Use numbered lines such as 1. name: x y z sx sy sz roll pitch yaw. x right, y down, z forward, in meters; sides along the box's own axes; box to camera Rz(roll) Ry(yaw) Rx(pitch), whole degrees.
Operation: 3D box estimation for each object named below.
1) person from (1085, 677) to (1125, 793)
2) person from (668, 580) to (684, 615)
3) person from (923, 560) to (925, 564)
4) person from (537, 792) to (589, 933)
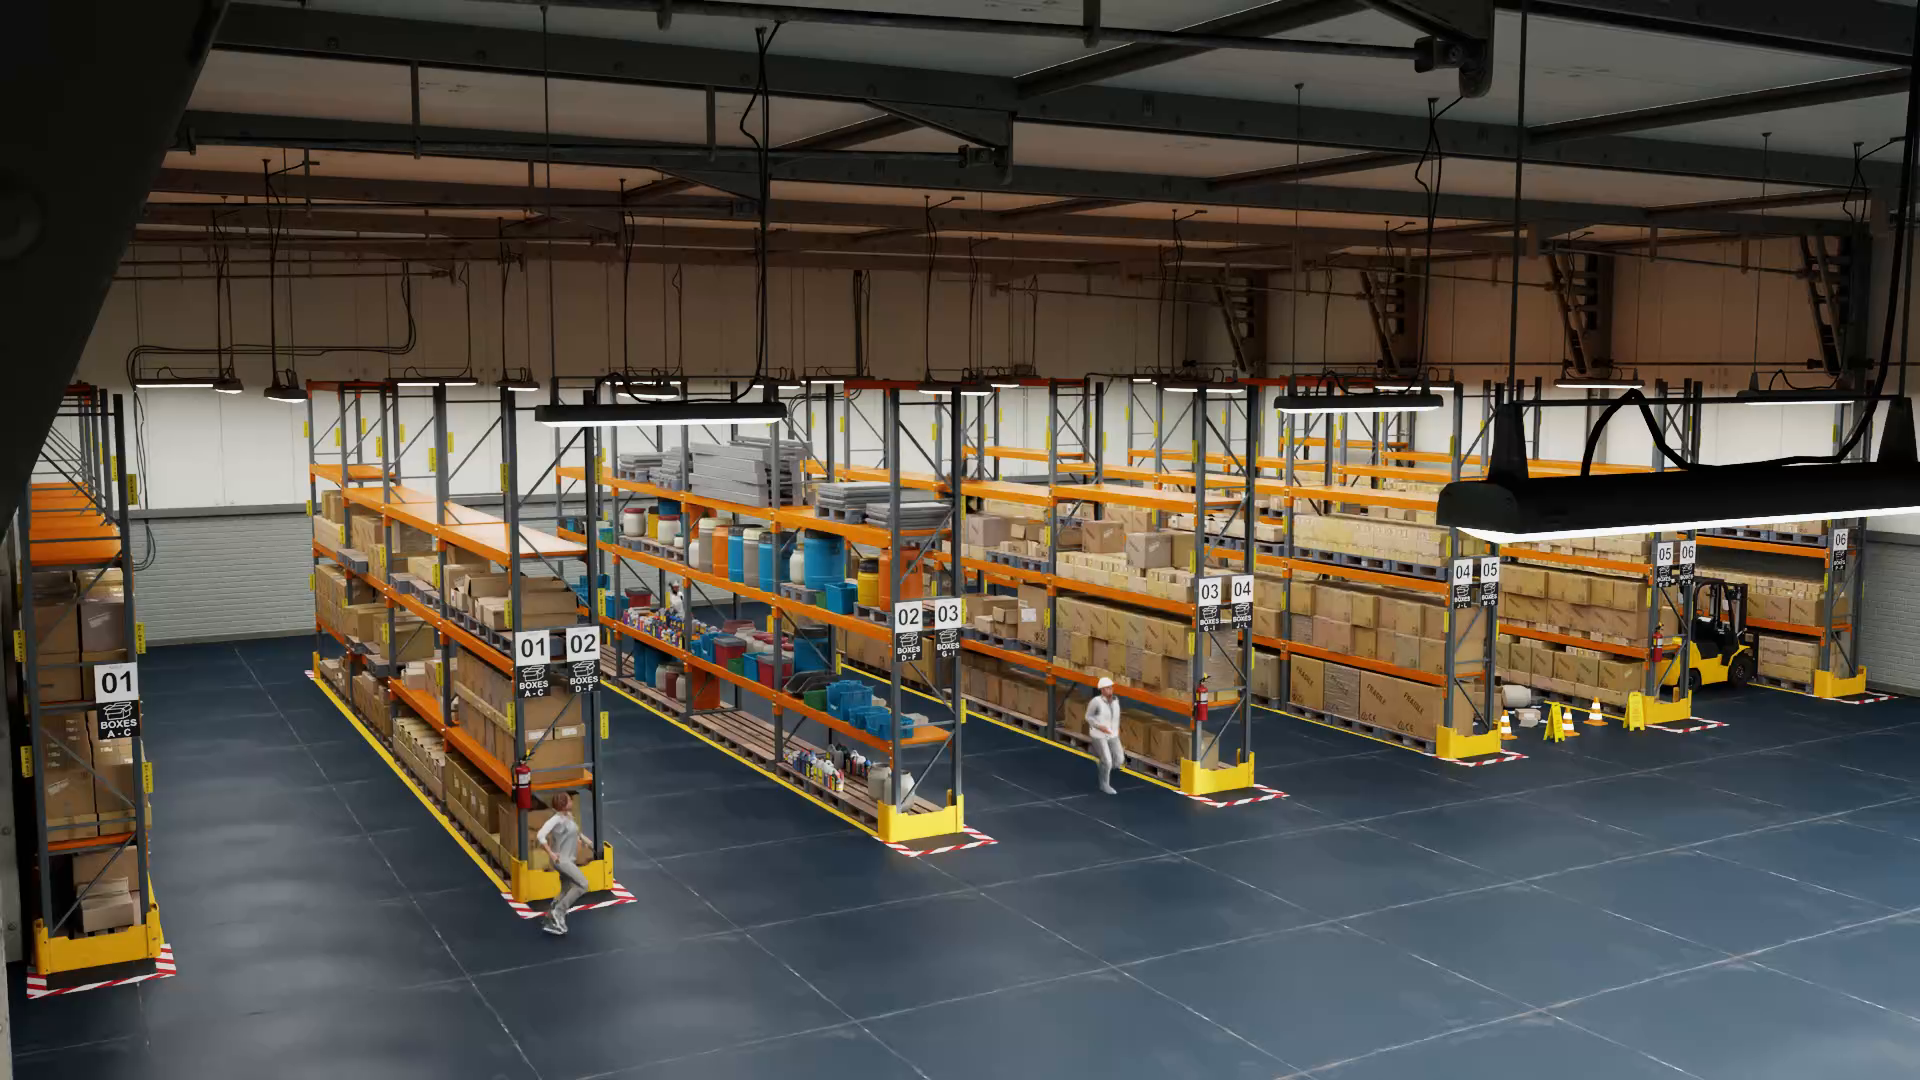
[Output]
1. person: 2.144 2.872 24.523 0.672 1.731 0.572 -4 7 -31
2. person: -6.157 1.683 36.150 0.597 1.644 0.599 -4 8 -36
3. person: -1.013 1.270 40.120 0.613 1.596 0.517 1 6 5
4. person: -4.395 3.588 18.555 0.540 1.552 0.556 0 6 -3
